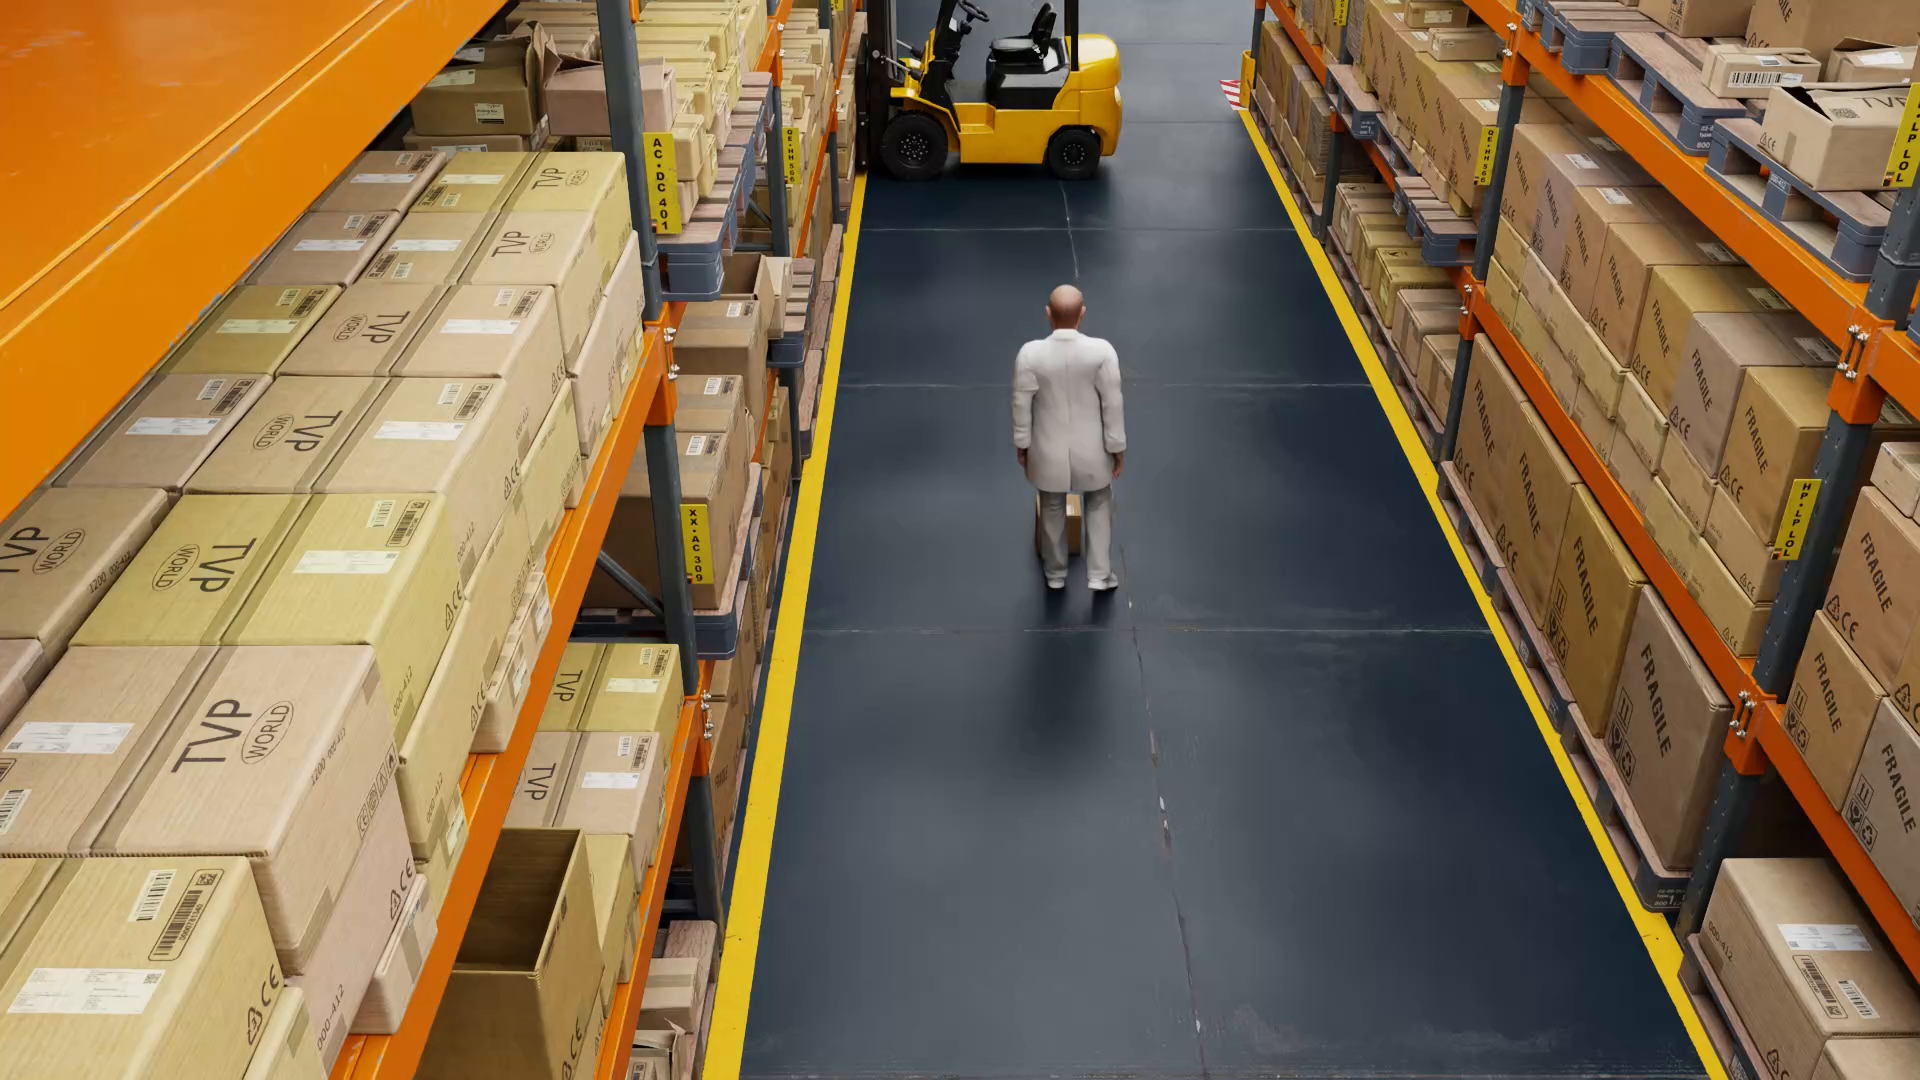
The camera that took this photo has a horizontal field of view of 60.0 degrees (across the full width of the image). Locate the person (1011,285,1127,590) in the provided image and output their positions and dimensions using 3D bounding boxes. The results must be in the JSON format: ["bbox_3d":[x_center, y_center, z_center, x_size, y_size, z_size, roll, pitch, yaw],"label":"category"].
[{"bbox_3d":[0.578,-0.519,8.826,0.612,1.828,0.497,2,31,3],"label":"person"}]
